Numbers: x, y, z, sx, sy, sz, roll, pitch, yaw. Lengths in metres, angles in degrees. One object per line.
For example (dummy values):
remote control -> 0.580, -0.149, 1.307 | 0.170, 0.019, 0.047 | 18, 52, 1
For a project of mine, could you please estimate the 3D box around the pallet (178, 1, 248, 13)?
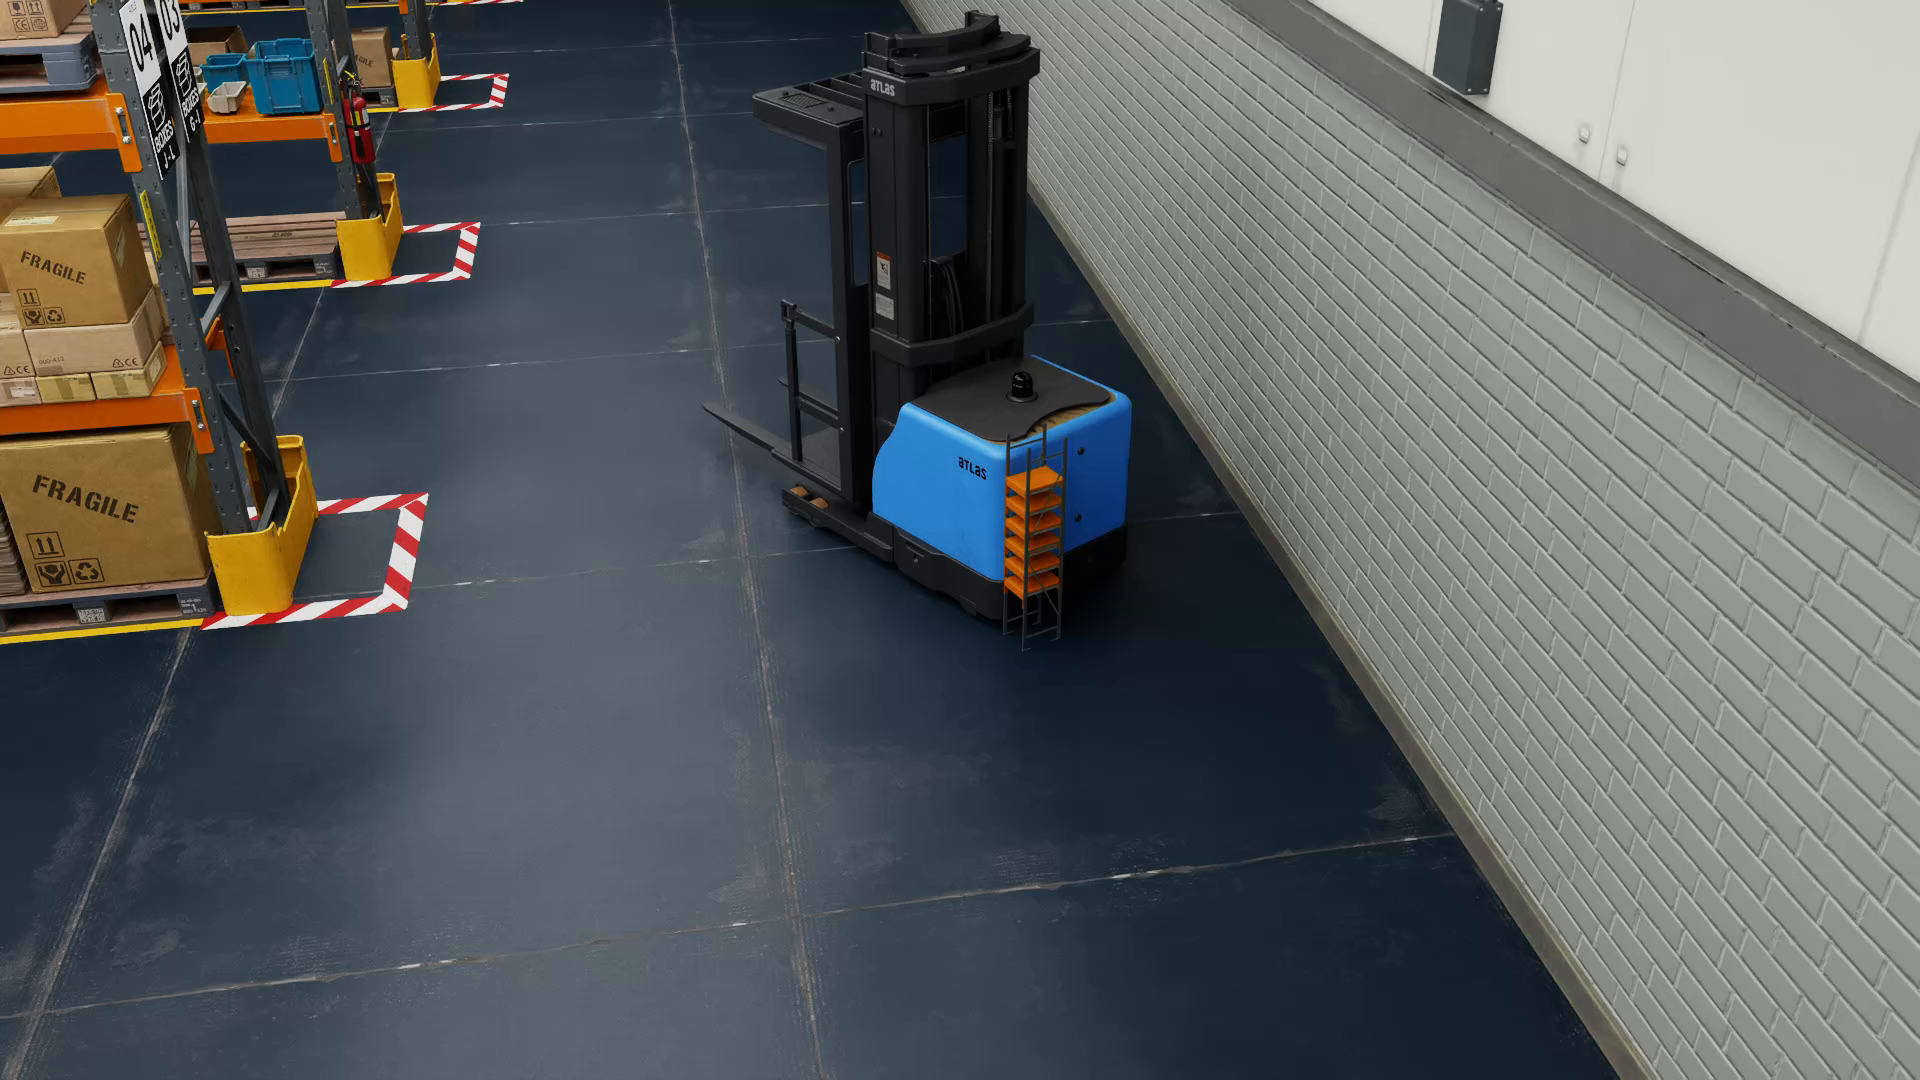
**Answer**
pallet -> -9.811, -7.049, 21.530 | 1.213, 0.211, 1.003 | -5, 31, -9

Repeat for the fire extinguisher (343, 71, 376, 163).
fire extinguisher -> -4.624, -3.240, 12.744 | 0.183, 0.674, 0.296 | -5, 31, -9

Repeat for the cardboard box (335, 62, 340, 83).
cardboard box -> -6.648, -4.920, 17.520 | 0.250, 0.166, 0.380 | -5, 31, -9

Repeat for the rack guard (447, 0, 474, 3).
rack guard -> -6.615, -7.511, 22.030 | 0.348, 0.500, 1.175 | -5, 31, -9

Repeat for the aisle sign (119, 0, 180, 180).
aisle sign -> -3.838, -2.155, 7.890 | 0.004, 0.787, 0.394 | -5, 31, -9

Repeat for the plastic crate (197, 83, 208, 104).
plastic crate -> -5.912, -3.375, 12.731 | 0.243, 0.136, 0.396 | -5, 31, -9

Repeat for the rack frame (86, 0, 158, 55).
rack frame -> -3.962, -3.763, 7.272 | 0.127, 3.000, 1.000 | -5, 31, -9

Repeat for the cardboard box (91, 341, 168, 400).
cardboard box -> -4.253, -0.872, 8.522 | 0.250, 0.149, 0.380 | -5, 31, -8

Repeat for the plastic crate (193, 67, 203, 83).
plastic crate -> -6.154, -3.650, 13.200 | 0.298, 0.136, 0.250 | -5, 31, -9

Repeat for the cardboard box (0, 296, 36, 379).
cardboard box -> -4.890, -1.018, 8.377 | 0.500, 0.250, 0.500 | -6, 31, -10

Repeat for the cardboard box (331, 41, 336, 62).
cardboard box -> -6.821, -5.167, 17.857 | 0.500, 0.250, 0.500 | -5, 31, -9

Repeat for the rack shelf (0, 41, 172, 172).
rack shelf -> -5.930, -1.977, 7.904 | 4.000, 0.370, 1.077 | -5, 31, -9

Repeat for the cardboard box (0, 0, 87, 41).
cardboard box -> -4.464, -2.663, 7.749 | 0.500, 0.500, 0.700 | -7, 31, -12

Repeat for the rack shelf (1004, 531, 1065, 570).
rack shelf -> 0.383, 0.037, 8.590 | 0.258, 0.103, 0.180 | -17, 35, -27

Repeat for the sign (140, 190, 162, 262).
sign -> -3.878, -1.506, 7.977 | 0.005, 0.325, 0.100 | -5, 31, -9

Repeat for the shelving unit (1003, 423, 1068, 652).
shelving unit -> 0.383, -0.001, 8.568 | 0.258, 1.200, 0.189 | -17, 35, -27

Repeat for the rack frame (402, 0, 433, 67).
rack frame -> -5.743, -6.116, 17.193 | 0.127, 3.000, 1.000 | -5, 31, -9

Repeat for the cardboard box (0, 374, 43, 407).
cardboard box -> -4.757, -0.825, 8.442 | 0.250, 0.149, 0.380 | -5, 31, -9

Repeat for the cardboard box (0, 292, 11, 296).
cardboard box -> -4.993, -1.281, 8.823 | 0.500, 0.250, 0.500 | -6, 31, -10

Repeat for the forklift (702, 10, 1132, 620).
forklift -> -0.418, -1.497, 9.405 | 1.130, 2.935, 3.031 | -25, 38, -35

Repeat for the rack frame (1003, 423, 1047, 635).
rack frame -> 0.335, -0.040, 8.635 | 0.240, 1.200, 0.006 | -17, 35, -27

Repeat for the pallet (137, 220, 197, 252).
pallet -> -6.870, -2.279, 13.417 | 1.213, 0.211, 1.003 | -5, 31, -9

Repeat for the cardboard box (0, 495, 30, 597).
cardboard box -> -5.473, -0.261, 8.916 | 0.875, 0.875, 0.875 | -5, 31, -9

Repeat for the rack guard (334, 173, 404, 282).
rack guard -> -4.833, -2.578, 13.640 | 0.348, 0.500, 1.175 | -5, 31, -9

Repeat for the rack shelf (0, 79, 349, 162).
rack shelf -> -6.822, -3.154, 12.864 | 4.000, 0.370, 1.077 | -5, 31, -9

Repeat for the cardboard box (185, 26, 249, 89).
cardboard box -> -7.831, -5.039, 17.389 | 0.637, 0.503, 0.797 | -5, 31, -9

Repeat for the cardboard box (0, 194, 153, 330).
cardboard box -> -4.394, -1.388, 8.266 | 0.500, 0.500, 0.500 | -5, 31, -8

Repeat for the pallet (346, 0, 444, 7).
pallet -> -7.411, -7.272, 21.909 | 1.213, 0.211, 1.003 | -5, 31, -9

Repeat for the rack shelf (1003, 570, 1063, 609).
rack shelf -> 0.383, 0.244, 8.712 | 0.258, 0.103, 0.180 | -17, 35, -27

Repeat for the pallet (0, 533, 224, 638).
pallet -> -4.735, 0.137, 9.309 | 1.213, 0.211, 1.003 | -5, 31, -9

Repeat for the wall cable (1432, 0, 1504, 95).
wall cable -> 2.220, -3.948, 4.412 | 0.120, 5.999, 2.277 | -5, 31, -9

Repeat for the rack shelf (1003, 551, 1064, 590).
rack shelf -> 0.383, 0.141, 8.651 | 0.258, 0.103, 0.180 | -17, 35, -27
